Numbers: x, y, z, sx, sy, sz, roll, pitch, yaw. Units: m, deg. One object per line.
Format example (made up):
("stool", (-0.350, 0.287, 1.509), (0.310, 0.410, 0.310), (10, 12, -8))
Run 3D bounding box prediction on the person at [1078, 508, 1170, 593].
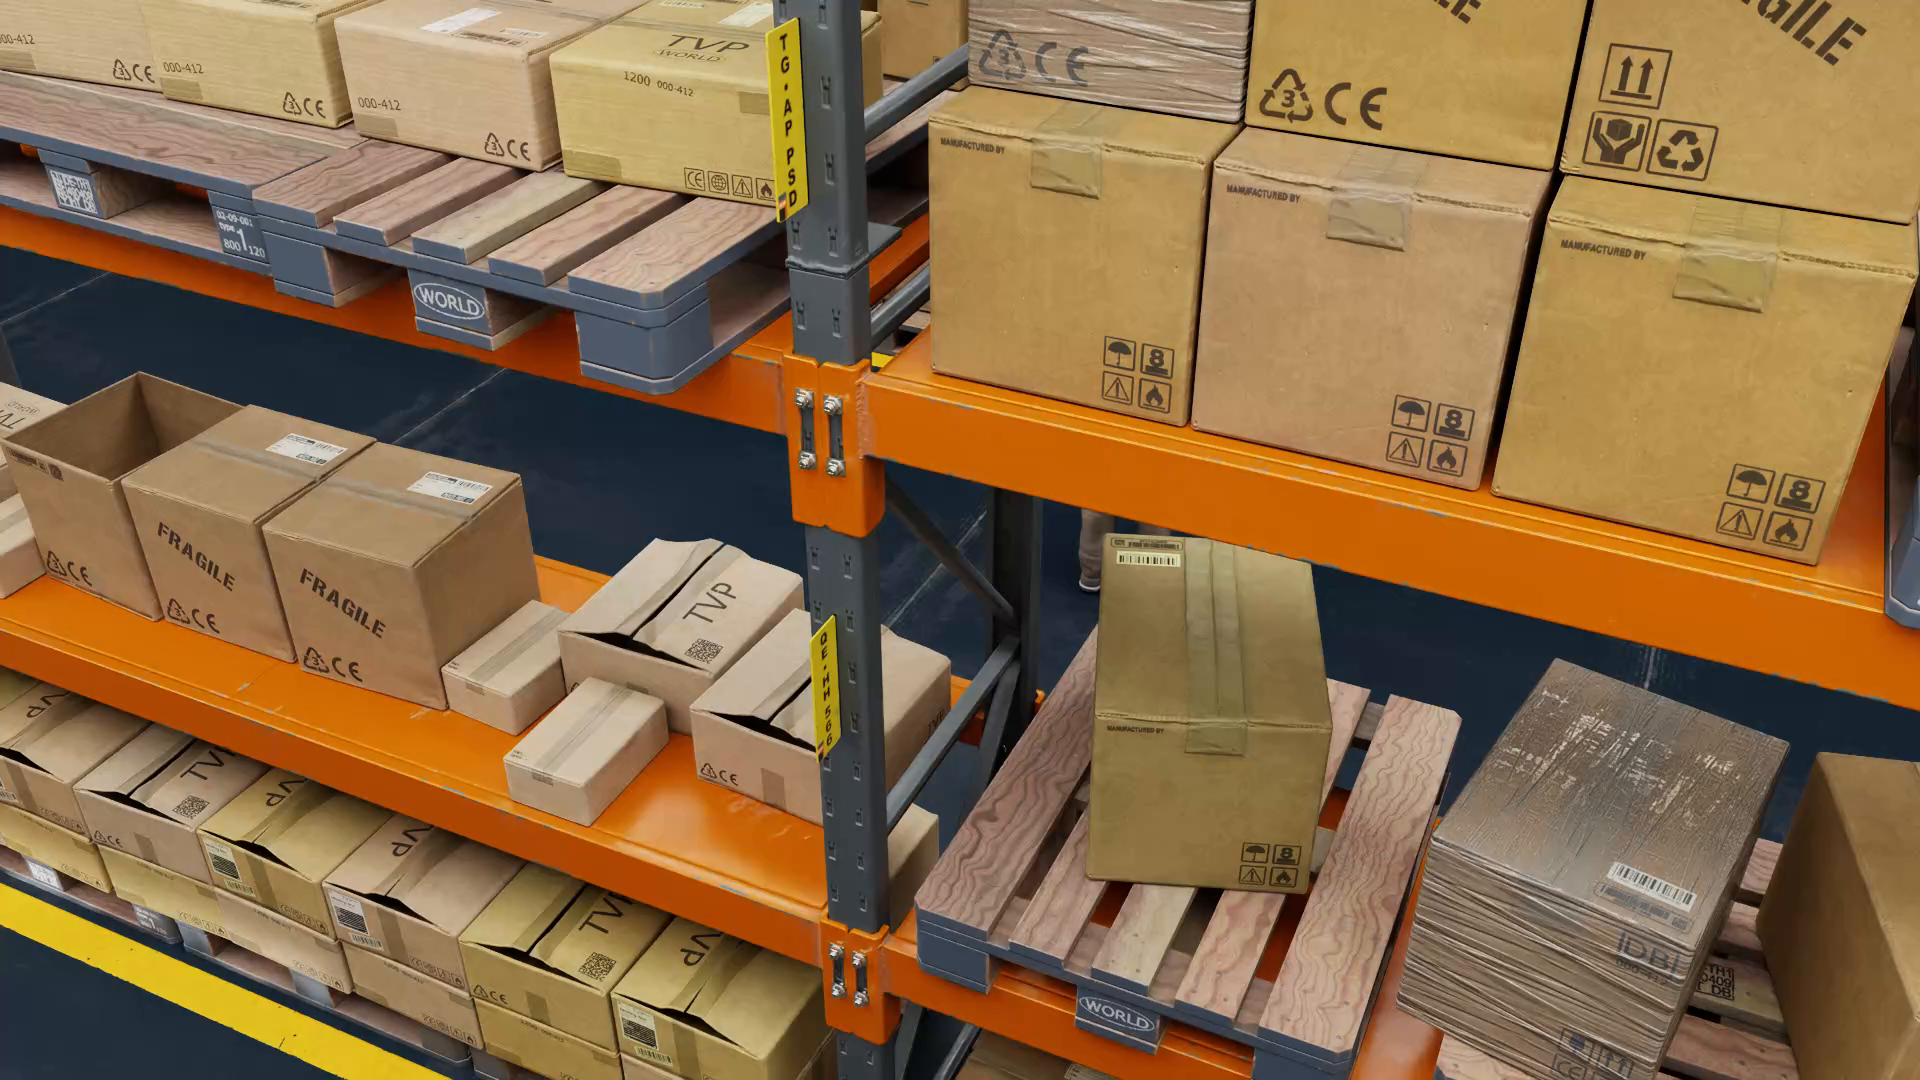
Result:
("person", (0.750, -0.551, 7.000), (0.493, 1.712, 0.531), (15, 36, 21))
